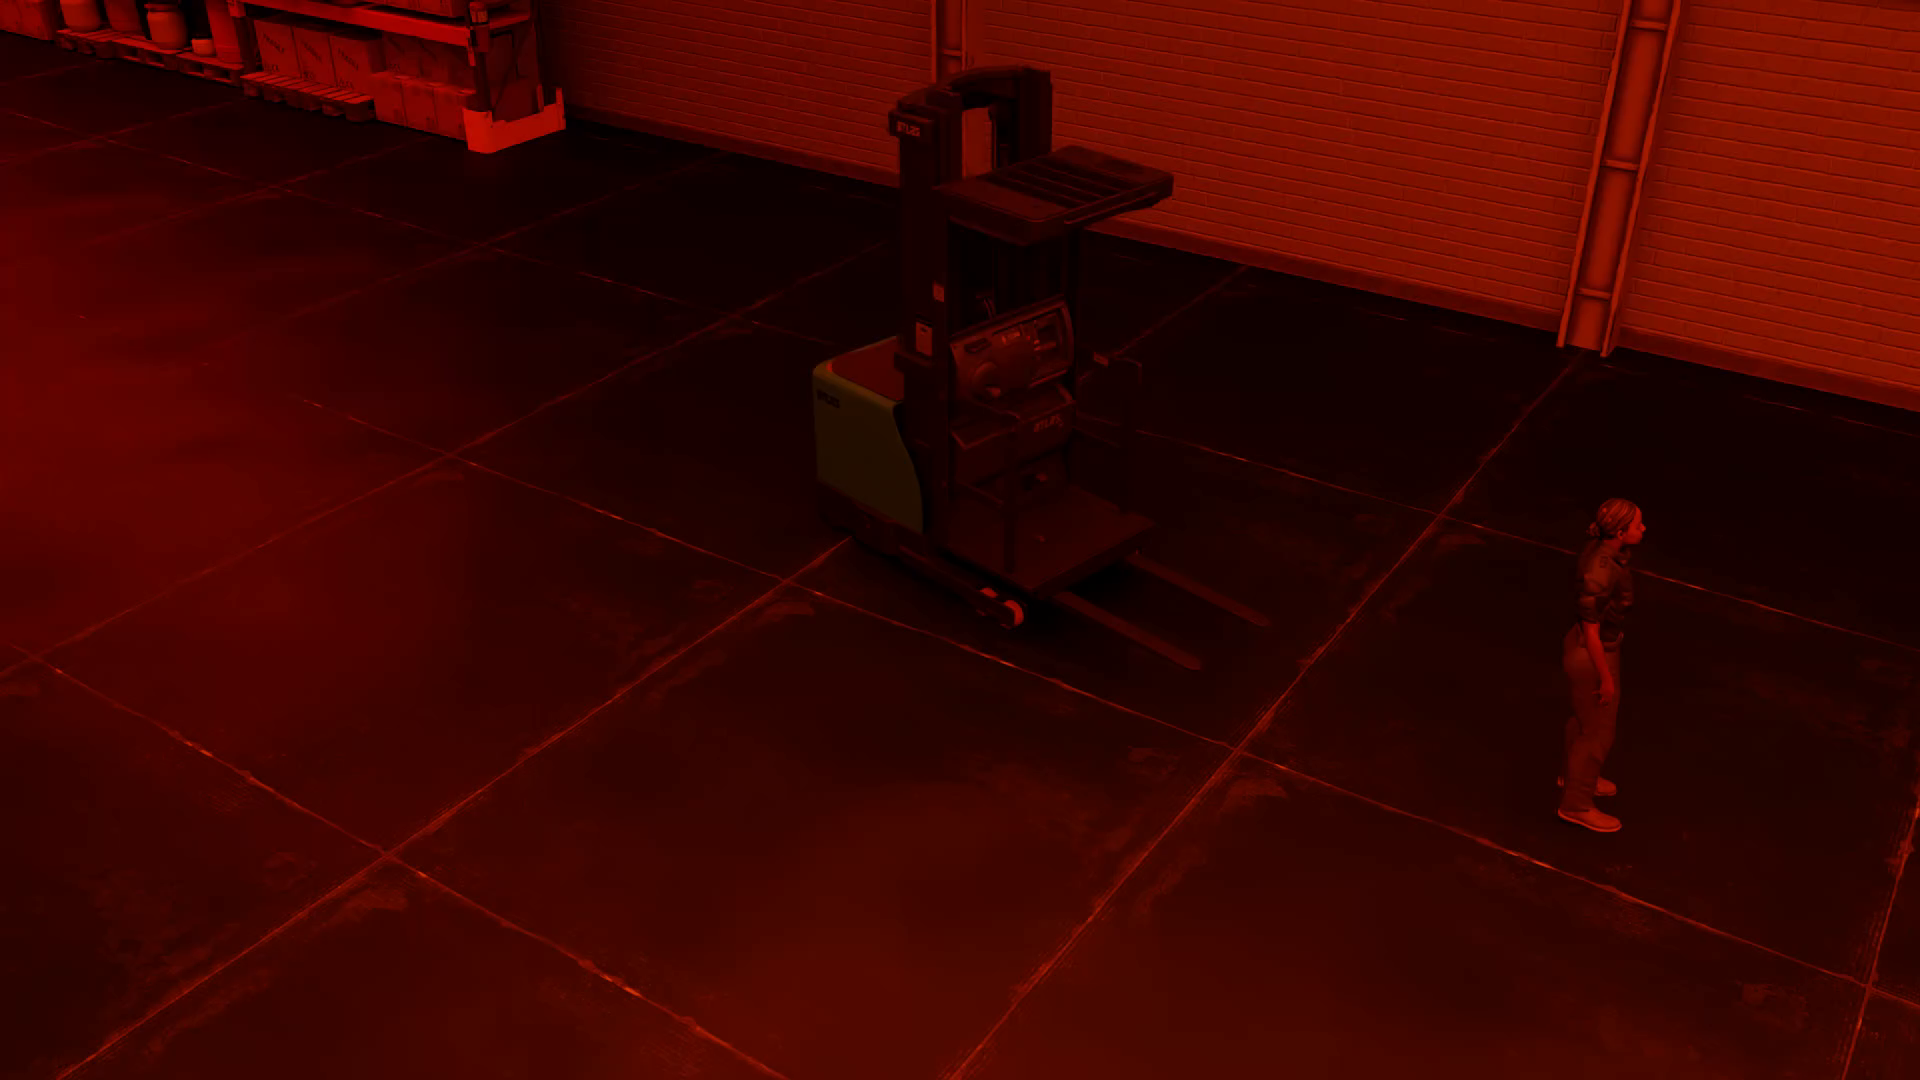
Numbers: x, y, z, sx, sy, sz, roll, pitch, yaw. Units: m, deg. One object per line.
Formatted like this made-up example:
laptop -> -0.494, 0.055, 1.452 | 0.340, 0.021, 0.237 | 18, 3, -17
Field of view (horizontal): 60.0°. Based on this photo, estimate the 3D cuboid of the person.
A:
person -> 3.062, 0.573, 7.879 | 0.434, 1.672, 0.535 | 10, 31, 16

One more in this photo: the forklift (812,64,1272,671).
forklift -> 0.453, -1.045, 9.380 | 1.130, 2.935, 3.031 | -26, 39, -37
